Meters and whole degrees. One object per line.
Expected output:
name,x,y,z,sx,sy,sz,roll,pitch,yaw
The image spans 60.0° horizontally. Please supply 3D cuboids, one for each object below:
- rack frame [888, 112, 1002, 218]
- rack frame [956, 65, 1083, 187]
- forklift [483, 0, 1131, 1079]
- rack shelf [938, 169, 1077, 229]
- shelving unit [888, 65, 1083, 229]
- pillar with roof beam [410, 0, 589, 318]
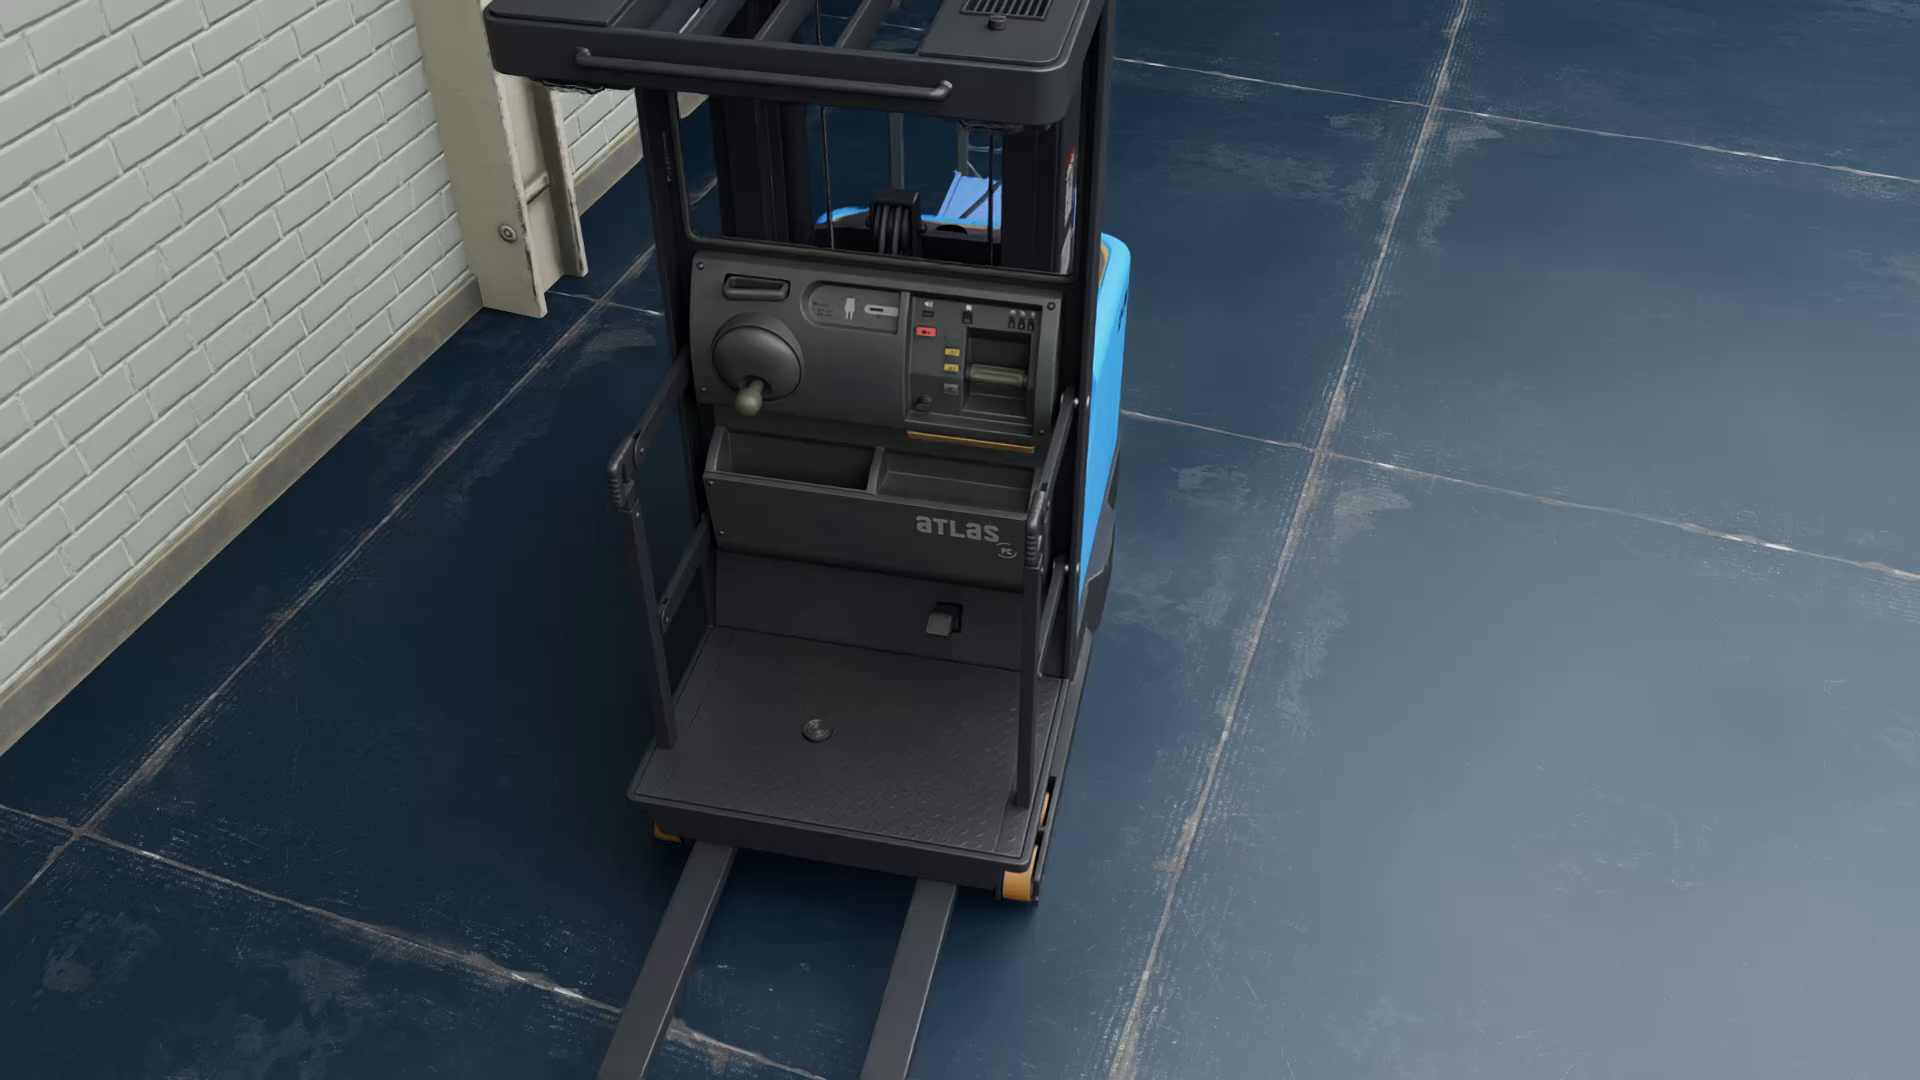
rack frame,0.023,-0.822,5.558,0.500,1.500,0.032,8,41,9
rack frame,0.234,-1.468,6.315,0.500,1.500,0.032,8,41,9
forklift,-0.259,-0.390,3.948,1.130,2.935,3.031,8,41,9
rack shelf,0.129,-1.008,6.053,0.538,0.185,1.000,8,41,9
shelving unit,0.129,-1.145,5.937,0.538,1.500,1.048,8,41,9
pillar with roof beam,2.251,-3.531,2.955,9.100,9.000,0.400,13,42,15
